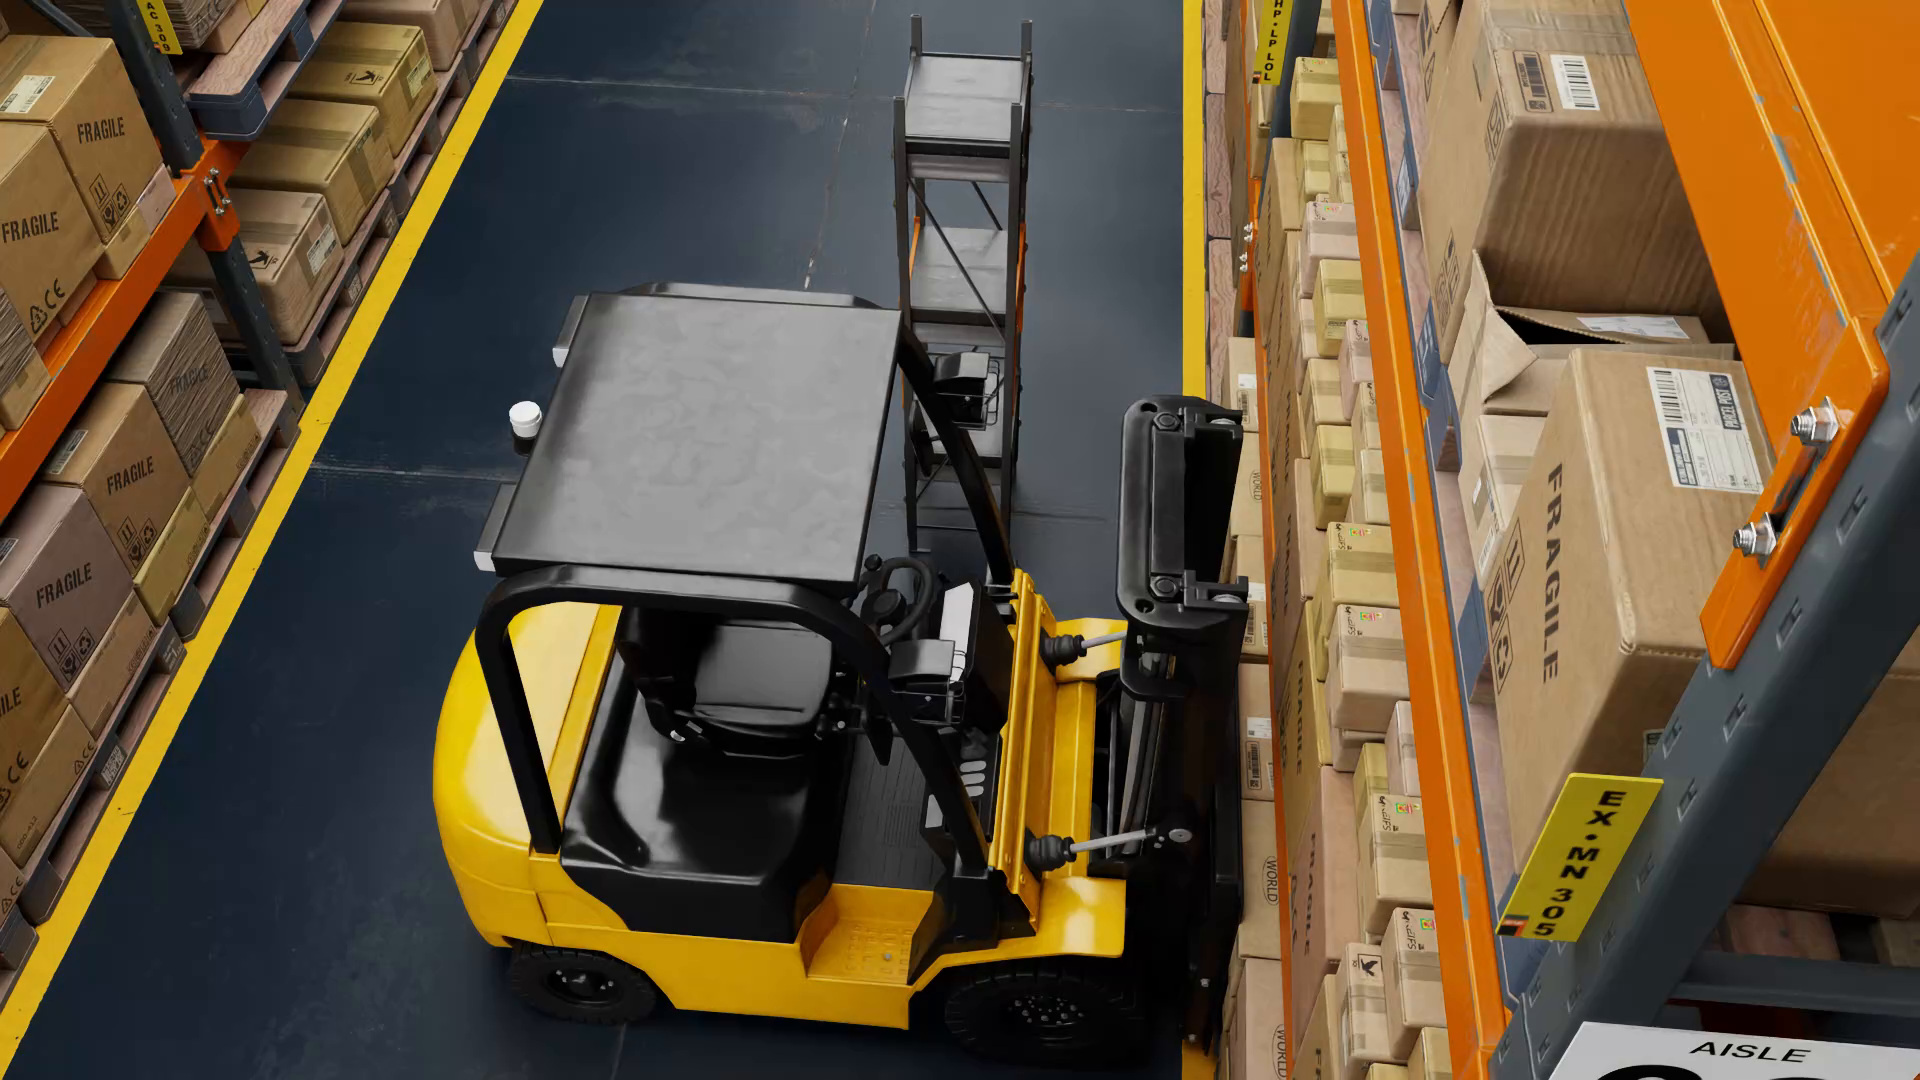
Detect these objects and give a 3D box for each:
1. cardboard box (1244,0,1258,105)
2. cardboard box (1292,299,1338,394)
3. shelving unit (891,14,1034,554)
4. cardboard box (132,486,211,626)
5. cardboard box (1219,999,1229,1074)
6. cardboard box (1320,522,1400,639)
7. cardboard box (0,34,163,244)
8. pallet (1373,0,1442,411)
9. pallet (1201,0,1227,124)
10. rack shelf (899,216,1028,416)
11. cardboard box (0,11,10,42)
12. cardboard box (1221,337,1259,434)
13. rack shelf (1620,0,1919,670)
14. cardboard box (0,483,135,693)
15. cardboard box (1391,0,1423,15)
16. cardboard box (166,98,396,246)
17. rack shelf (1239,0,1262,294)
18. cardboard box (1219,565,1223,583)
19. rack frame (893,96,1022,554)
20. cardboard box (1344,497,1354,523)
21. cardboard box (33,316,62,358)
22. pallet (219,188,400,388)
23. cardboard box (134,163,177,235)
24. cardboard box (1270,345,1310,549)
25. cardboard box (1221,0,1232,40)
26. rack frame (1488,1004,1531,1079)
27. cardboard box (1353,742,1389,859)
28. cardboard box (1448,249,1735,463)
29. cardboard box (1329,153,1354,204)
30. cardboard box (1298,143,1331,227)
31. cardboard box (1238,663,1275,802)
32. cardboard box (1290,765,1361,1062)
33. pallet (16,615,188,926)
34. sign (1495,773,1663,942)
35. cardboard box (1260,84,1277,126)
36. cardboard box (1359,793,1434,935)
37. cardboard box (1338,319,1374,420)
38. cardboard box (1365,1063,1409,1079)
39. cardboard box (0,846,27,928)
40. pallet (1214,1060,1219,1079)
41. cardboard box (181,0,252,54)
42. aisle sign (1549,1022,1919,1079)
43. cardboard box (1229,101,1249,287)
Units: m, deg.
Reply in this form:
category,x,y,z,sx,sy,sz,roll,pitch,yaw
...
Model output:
category,x,y,z,sx,sy,sz,roll,pitch,yaw
cardboard box,1.403,-1.963,6.614,0.500,0.250,0.500,4,48,3
cardboard box,1.146,-0.539,4.703,0.380,0.149,0.250,3,48,3
shelving unit,0.015,-0.830,6.086,0.431,2.100,0.503,4,48,4
cardboard box,-3.191,0.044,6.256,0.500,0.250,0.500,3,48,2
cardboard box,1.050,1.372,5.041,0.500,0.250,0.500,4,48,4
cardboard box,1.052,0.109,3.909,0.380,0.149,0.250,5,48,4
cardboard box,-3.159,-1.378,5.708,0.500,0.500,0.500,3,48,3
pallet,1.411,-0.716,3.399,1.003,0.211,1.213,4,48,4
pallet,1.828,-2.652,9.032,1.003,0.211,1.213,4,48,4
rack shelf,0.015,-0.821,6.097,0.431,0.518,0.480,4,48,4
cardboard box,-3.622,-1.750,5.370,0.700,0.500,0.500,3,48,3
cardboard box,1.221,-0.472,6.051,0.500,0.250,0.500,3,48,3
rack shelf,1.395,-1.433,2.721,1.077,0.370,4.000,4,48,4
cardboard box,-3.243,0.148,5.652,0.500,0.500,0.500,6,48,6
cardboard box,1.139,-1.328,3.638,0.396,0.266,0.258,3,48,3
cardboard box,-3.259,-1.756,7.819,0.950,0.372,0.625,7,48,6
rack shelf,1.759,-2.483,7.475,1.077,0.370,4.000,4,48,4
cardboard box,1.182,0.067,5.896,0.500,0.250,0.500,4,48,3
rack frame,-0.007,-0.651,5.922,0.400,2.100,0.015,4,48,4
cardboard box,1.170,0.036,4.177,0.380,0.149,0.250,4,48,3
cardboard box,-3.246,-0.693,5.521,0.380,0.149,0.250,3,48,3
pallet,-3.297,-1.218,7.721,1.003,0.211,1.213,4,48,4
cardboard box,-3.092,-1.245,6.026,0.380,0.149,0.250,3,48,3
cardboard box,1.201,-0.225,4.855,0.500,0.500,0.500,3,48,3
cardboard box,1.871,-3.078,8.857,0.875,0.625,0.625,5,48,5
rack frame,1.213,1.684,3.177,1.000,3.000,0.127,4,48,4
cardboard box,1.077,0.600,3.661,0.380,0.149,0.250,4,48,3
cardboard box,1.009,-0.274,2.674,0.396,0.266,0.258,4,48,4
cardboard box,1.304,-1.008,4.930,0.380,0.149,0.250,3,48,3
cardboard box,1.264,-1.101,5.217,0.380,0.149,0.250,5,48,4
cardboard box,1.074,0.654,5.020,0.500,0.250,0.500,3,48,3
cardboard box,1.052,0.890,3.835,0.500,0.500,0.500,5,48,5
pallet,-3.501,0.749,5.922,1.003,0.211,1.213,4,48,4
sign,0.673,0.353,1.816,0.100,0.325,0.005,4,48,4
cardboard box,1.367,-1.752,6.082,0.500,0.250,0.500,3,48,3
cardboard box,1.024,0.676,3.390,0.380,0.149,0.250,5,48,4
cardboard box,1.214,-0.442,4.413,0.380,0.149,0.250,4,48,3
cardboard box,0.965,1.157,3.151,0.380,0.149,0.250,5,48,4
cardboard box,-3.328,1.190,5.207,0.500,0.250,0.500,5,48,5
pallet,1.241,2.060,4.723,1.003,0.211,1.213,4,48,4
cardboard box,-3.001,-2.029,6.458,0.380,0.149,0.250,5,48,4
aisle sign,0.914,0.835,2.192,0.394,0.787,0.004,4,48,4
cardboard box,1.692,-1.550,7.459,0.875,0.625,0.625,3,48,3
